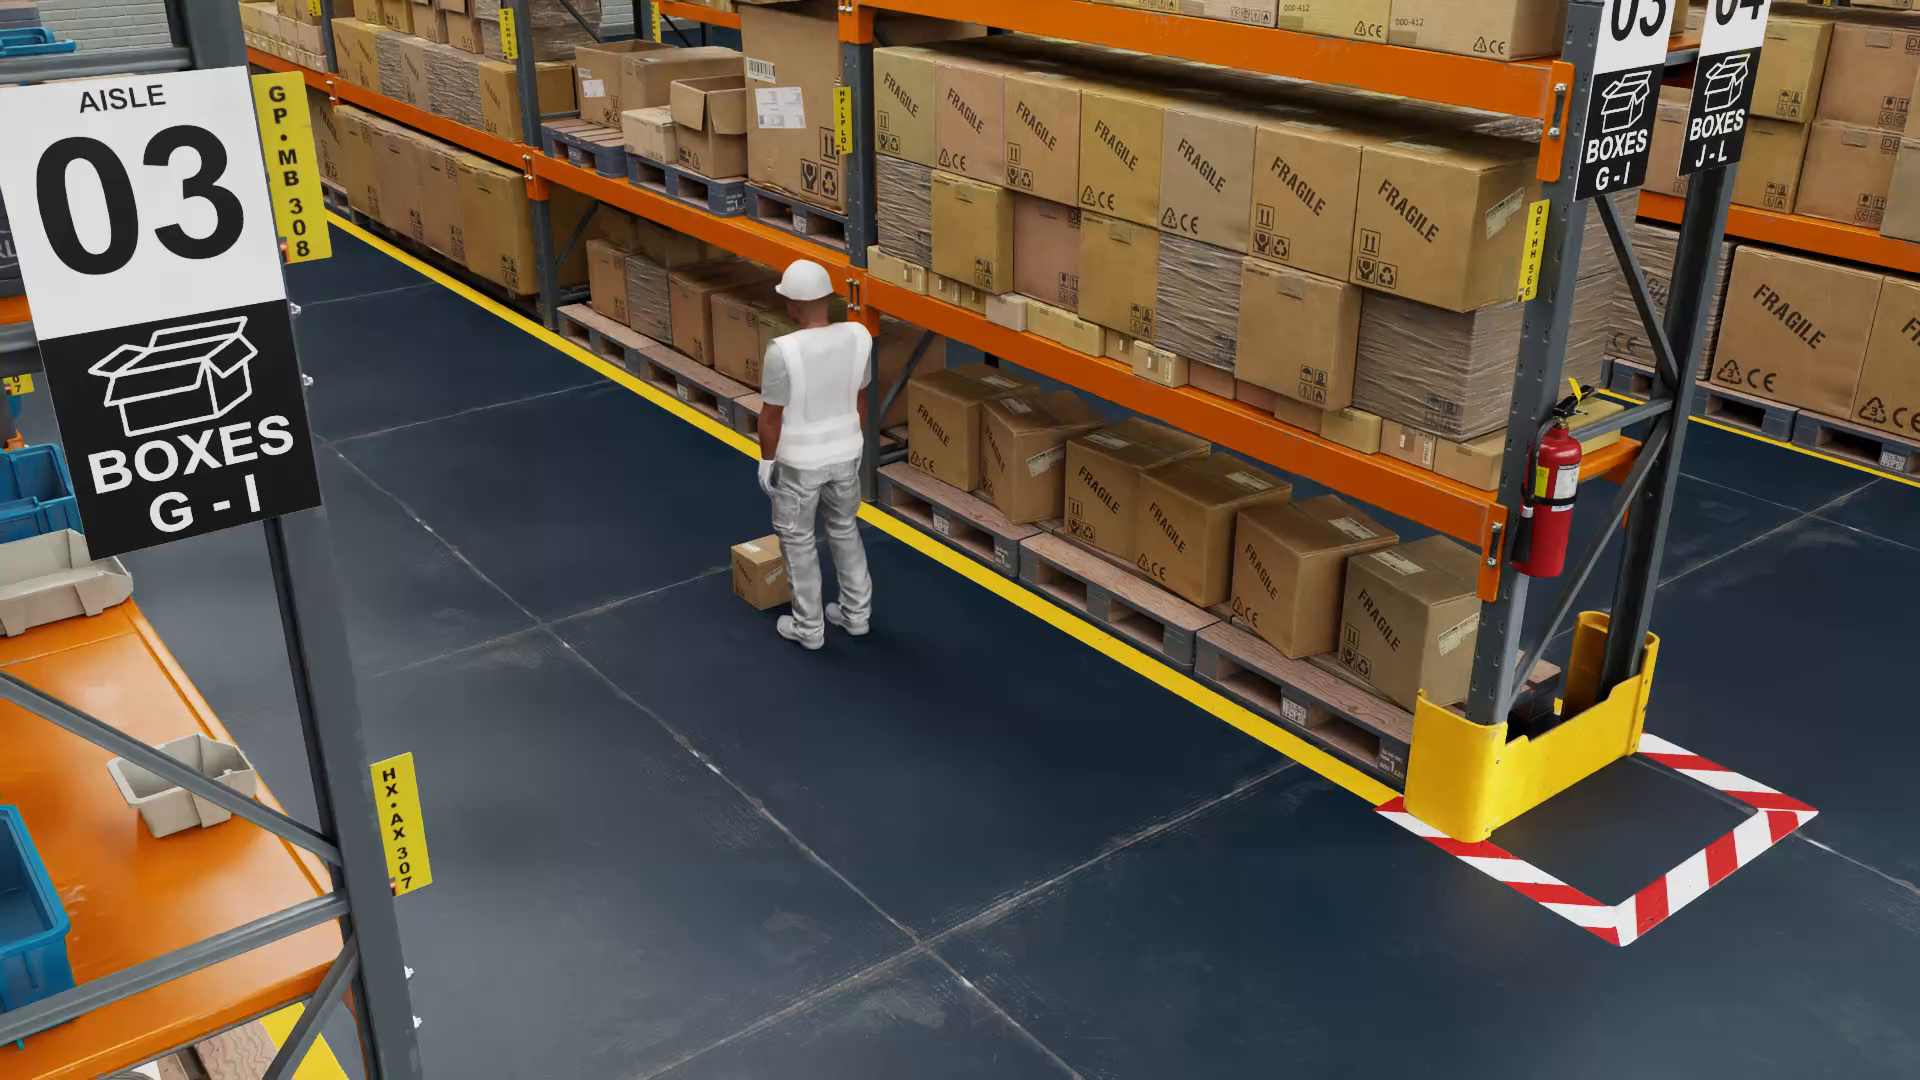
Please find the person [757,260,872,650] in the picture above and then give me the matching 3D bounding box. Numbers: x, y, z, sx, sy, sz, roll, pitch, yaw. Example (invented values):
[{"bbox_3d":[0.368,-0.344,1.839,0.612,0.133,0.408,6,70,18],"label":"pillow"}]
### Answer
[{"bbox_3d":[-0.650,-0.371,7.404,0.545,1.781,0.354,-17,30,-33],"label":"person"}]
